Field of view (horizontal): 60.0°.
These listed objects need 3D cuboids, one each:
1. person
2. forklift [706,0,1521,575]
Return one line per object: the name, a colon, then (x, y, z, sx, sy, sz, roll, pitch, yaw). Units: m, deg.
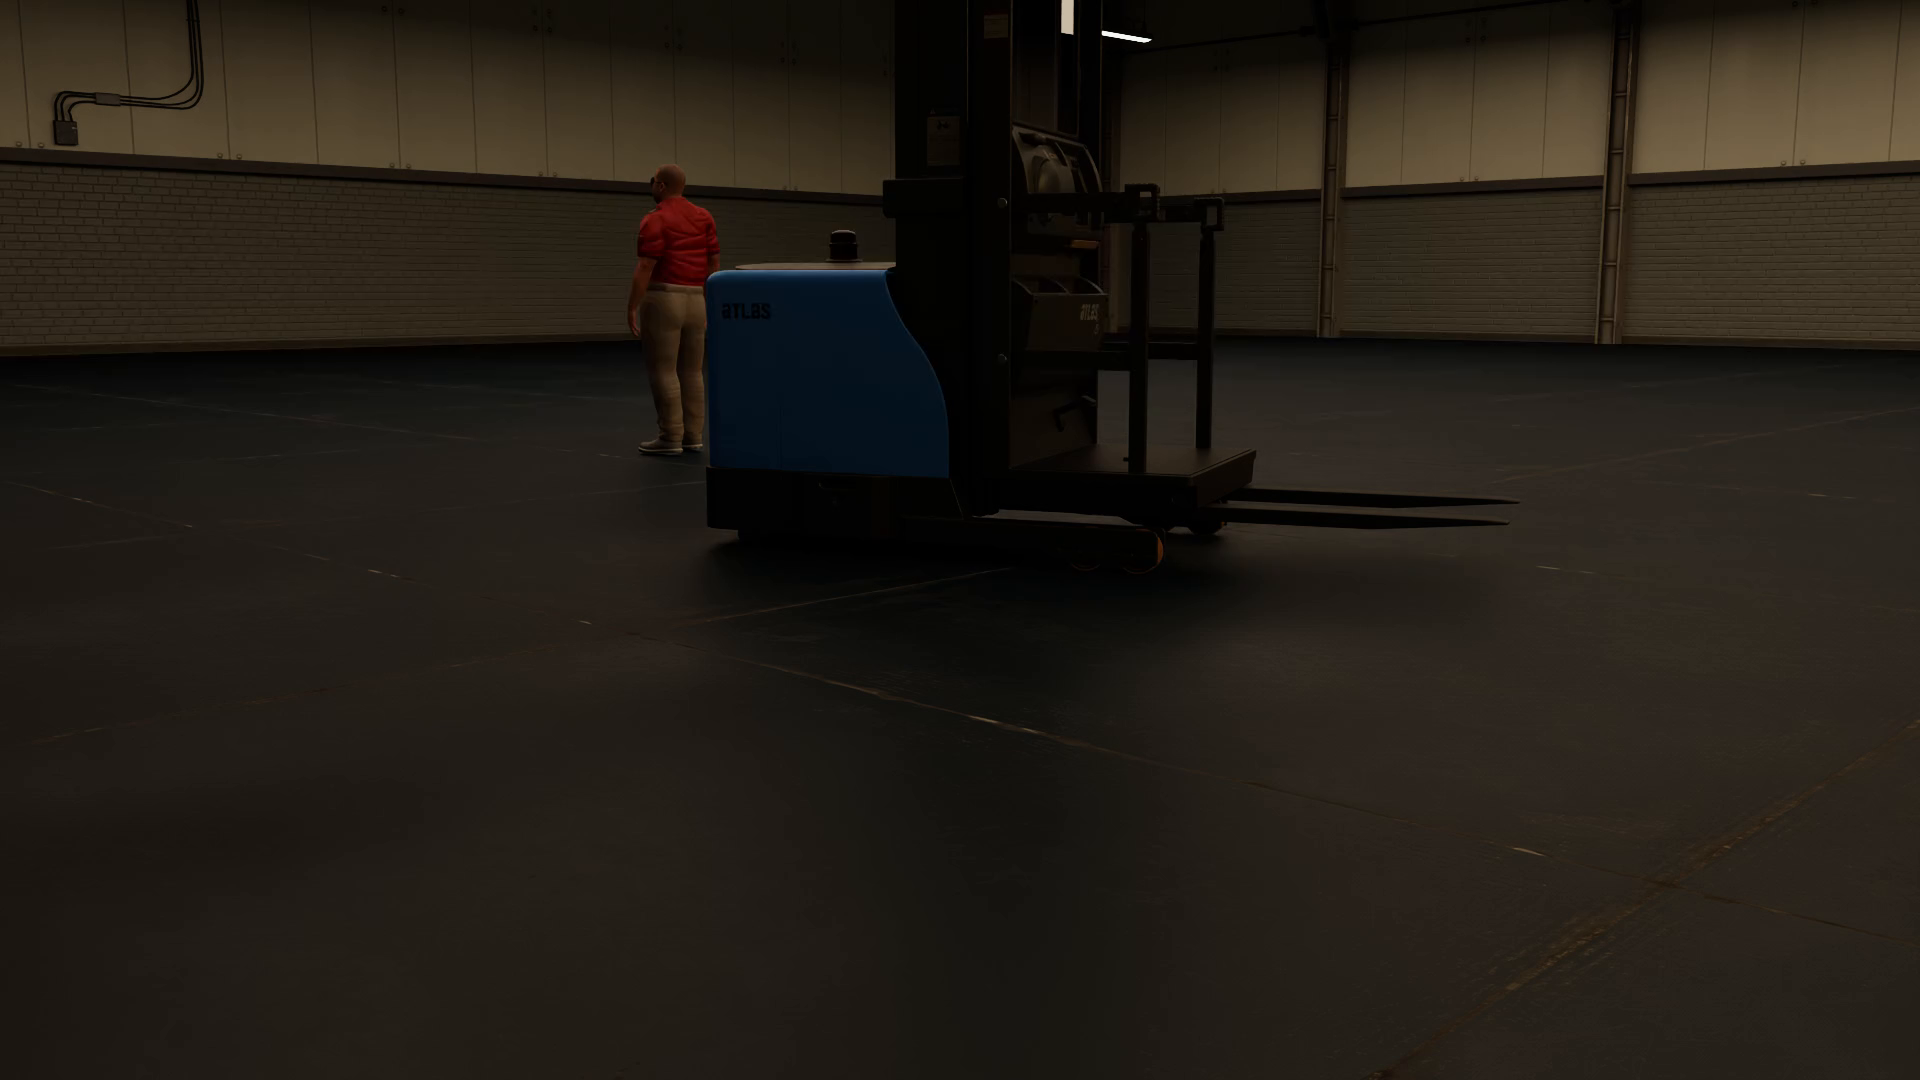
person: (-1.796, -1.389, 10.091, 0.551, 1.727, 0.641, 7, 11, 40)
forklift: (0.565, -1.416, 6.275, 3.031, 2.935, 1.130, 3, 9, 22)
